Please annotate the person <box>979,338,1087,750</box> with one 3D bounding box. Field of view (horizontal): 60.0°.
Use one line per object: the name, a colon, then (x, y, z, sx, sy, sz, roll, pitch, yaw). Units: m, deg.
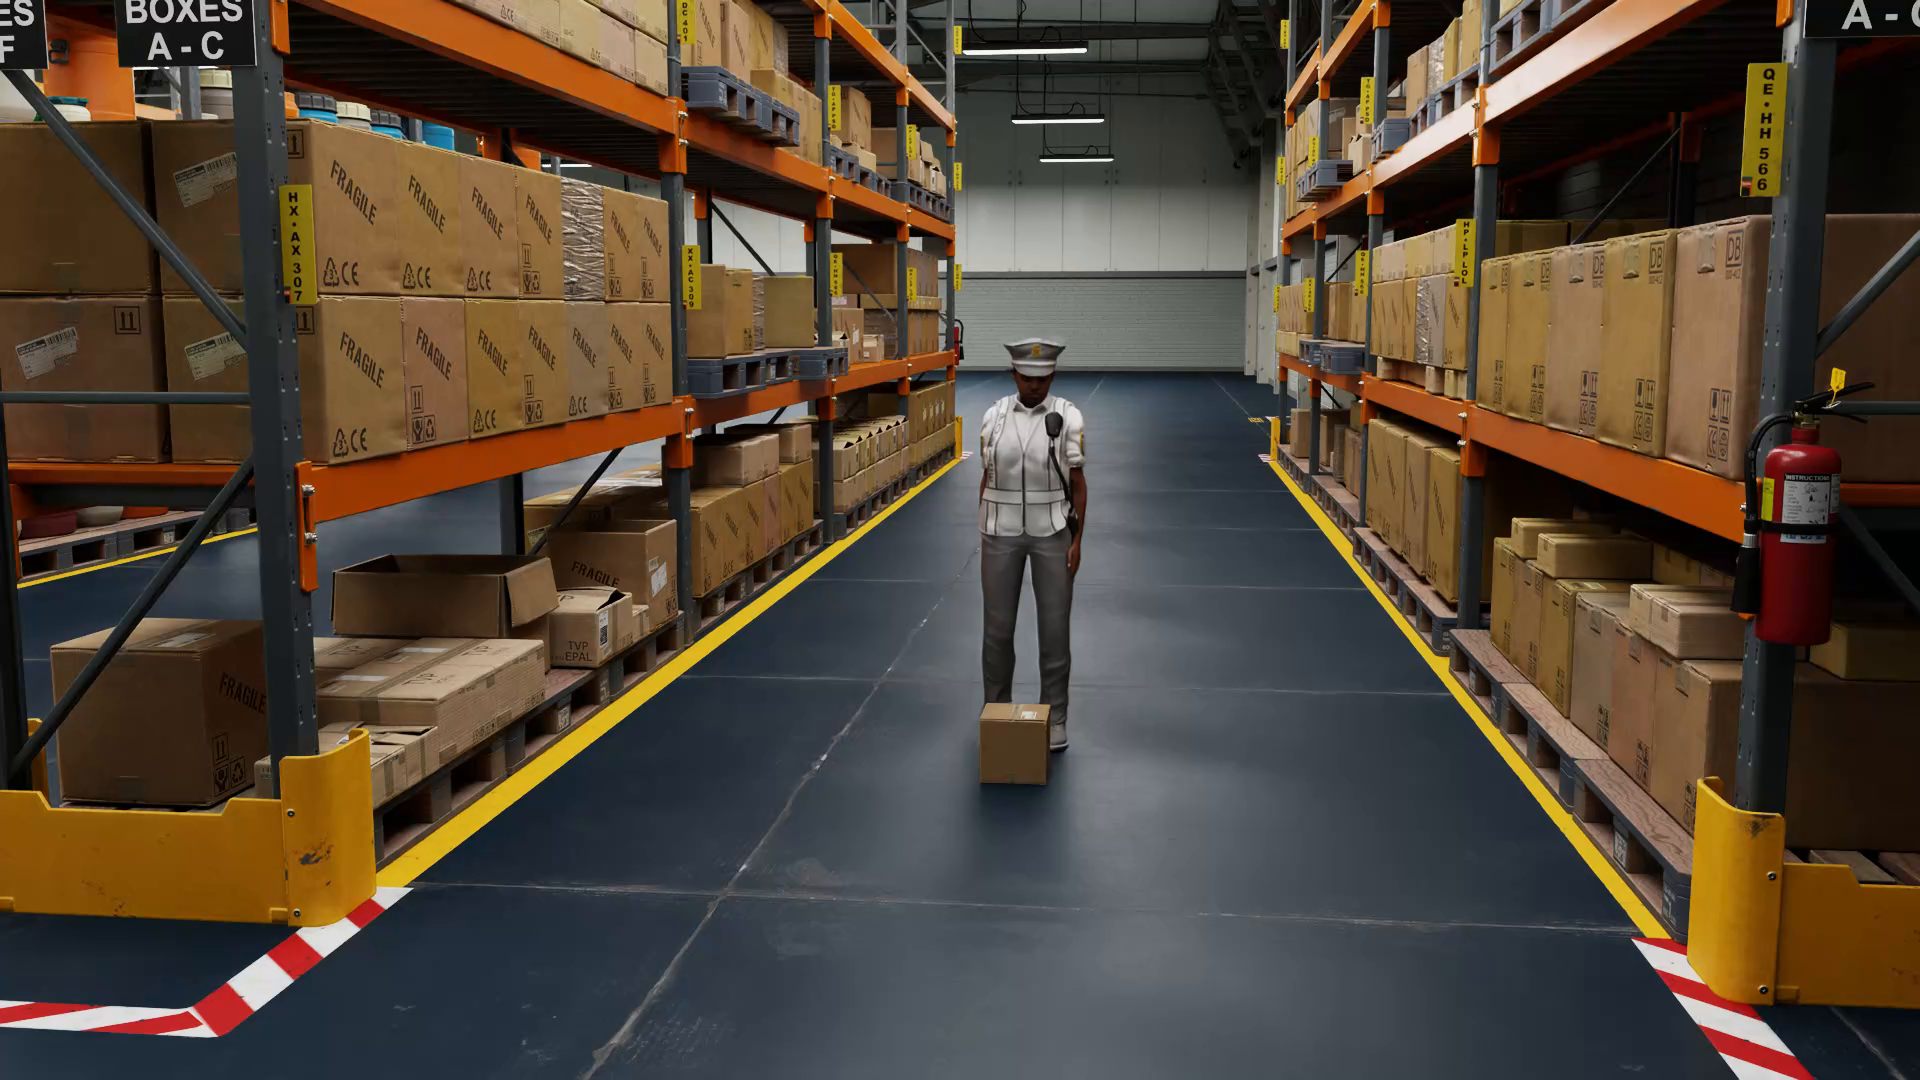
person: (0.292, 0.019, 6.723, 0.439, 1.661, 0.339, 1, 8, 7)
